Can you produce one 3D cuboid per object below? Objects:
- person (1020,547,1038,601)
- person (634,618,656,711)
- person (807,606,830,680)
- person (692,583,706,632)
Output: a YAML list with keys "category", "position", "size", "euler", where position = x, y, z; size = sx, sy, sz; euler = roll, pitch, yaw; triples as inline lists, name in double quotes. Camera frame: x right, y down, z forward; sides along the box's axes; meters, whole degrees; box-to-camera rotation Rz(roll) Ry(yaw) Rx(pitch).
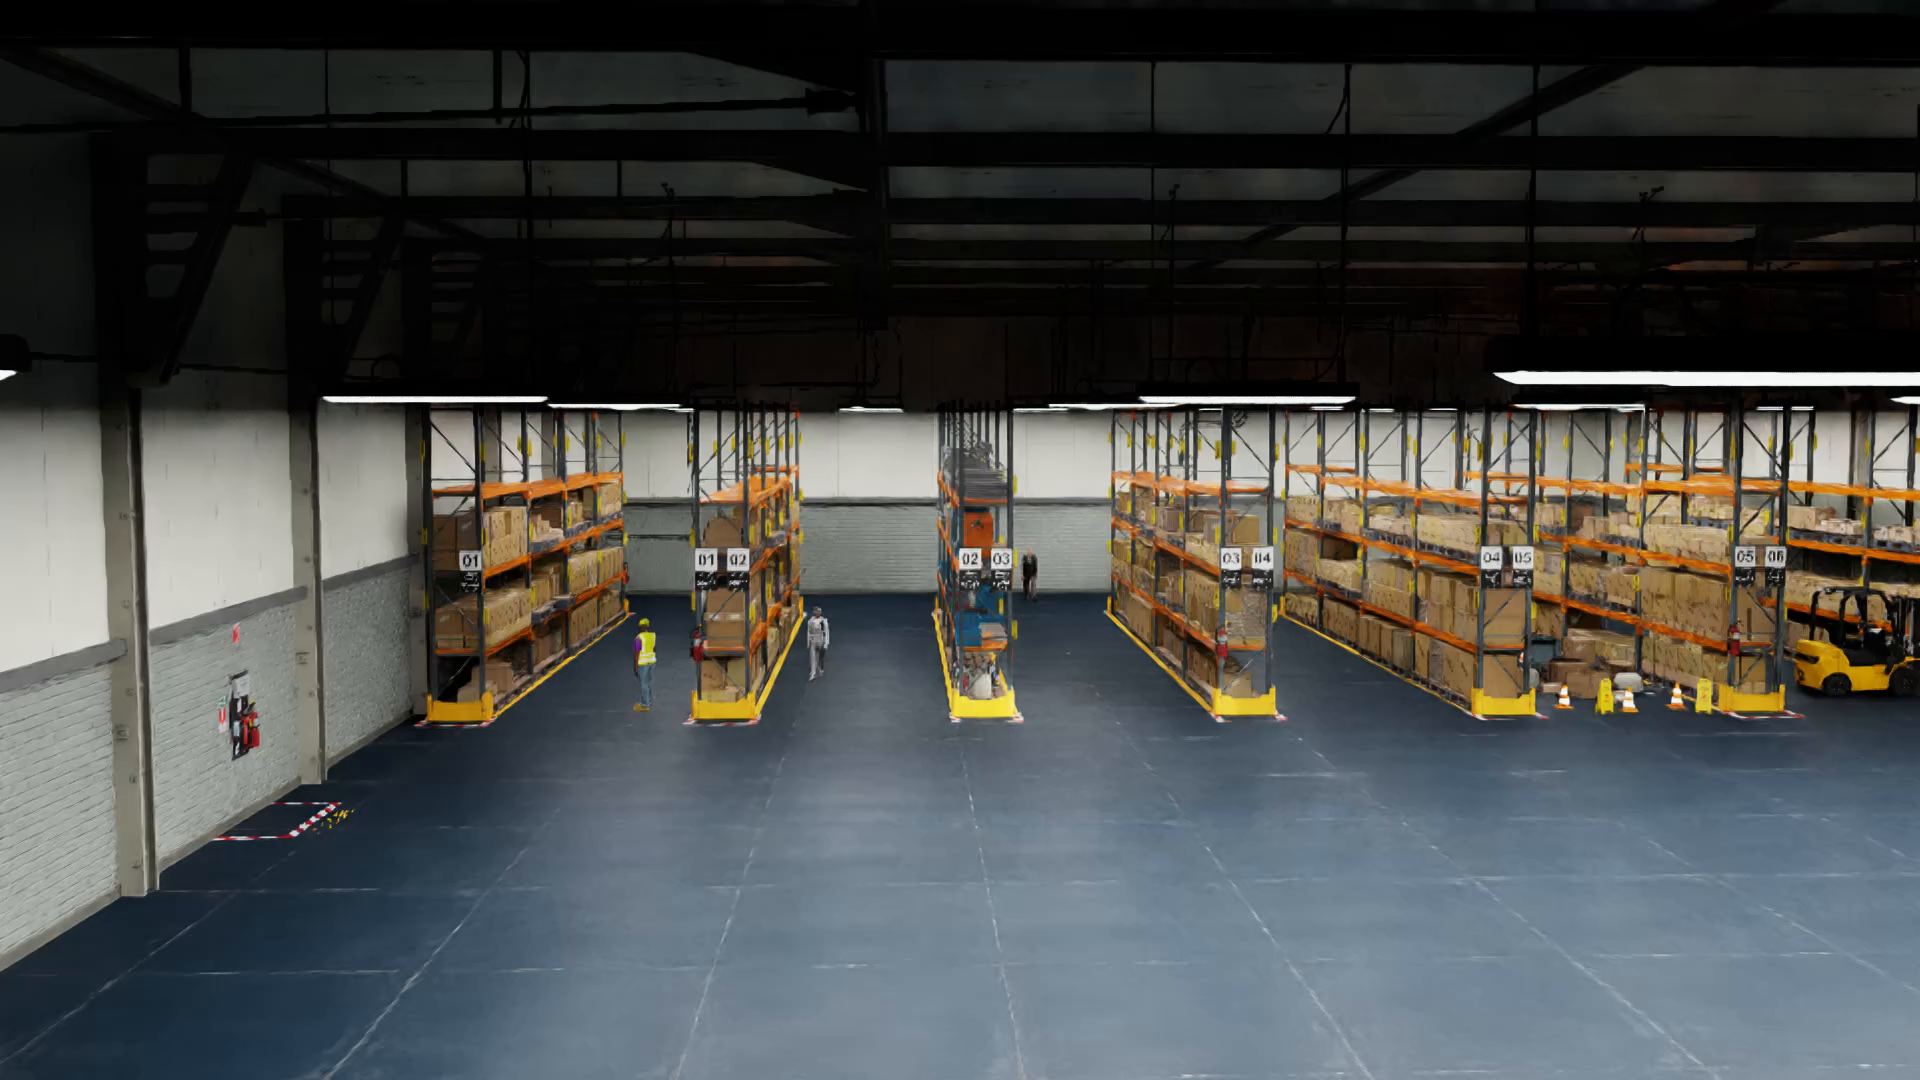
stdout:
- category: "person"
  position: [2.110, 1.030, 50.855]
  size: [0.543, 1.648, 1.115]
  euler: [0, 4, 0]
- category: "person"
  position: [-6.138, 2.386, 32.132]
  size: [0.497, 1.765, 0.625]
  euler: [2, 5, 29]
- category: "person"
  position: [-3.053, 2.188, 35.837]
  size: [0.488, 1.590, 1.079]
  euler: [0, 4, -4]
- category: "person"
  position: [-6.660, 1.572, 43.502]
  size: [0.682, 1.711, 0.536]
  euler: [0, 4, -3]
